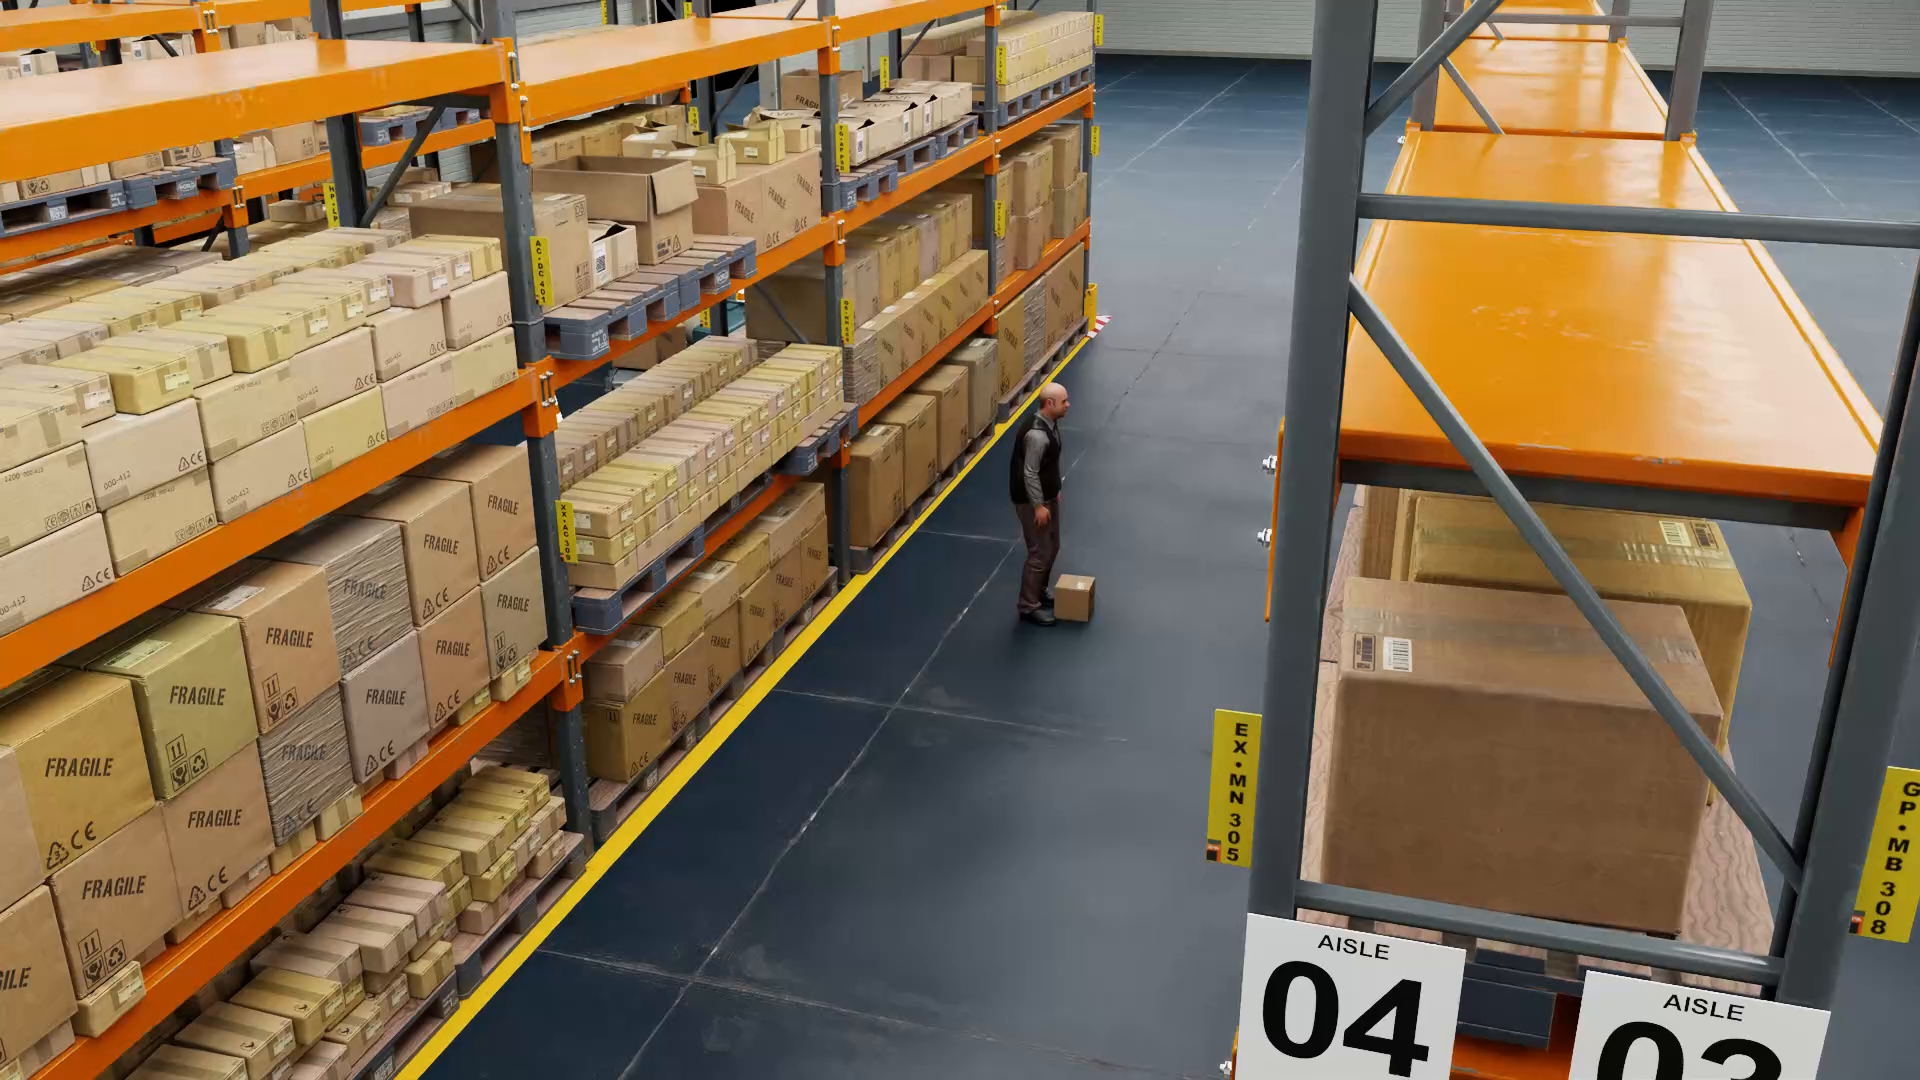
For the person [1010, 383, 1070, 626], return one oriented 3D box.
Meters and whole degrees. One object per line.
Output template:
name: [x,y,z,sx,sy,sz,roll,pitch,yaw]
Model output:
person: [0.586,-0.289,11.872,0.362,1.721,0.589,6,22,14]
